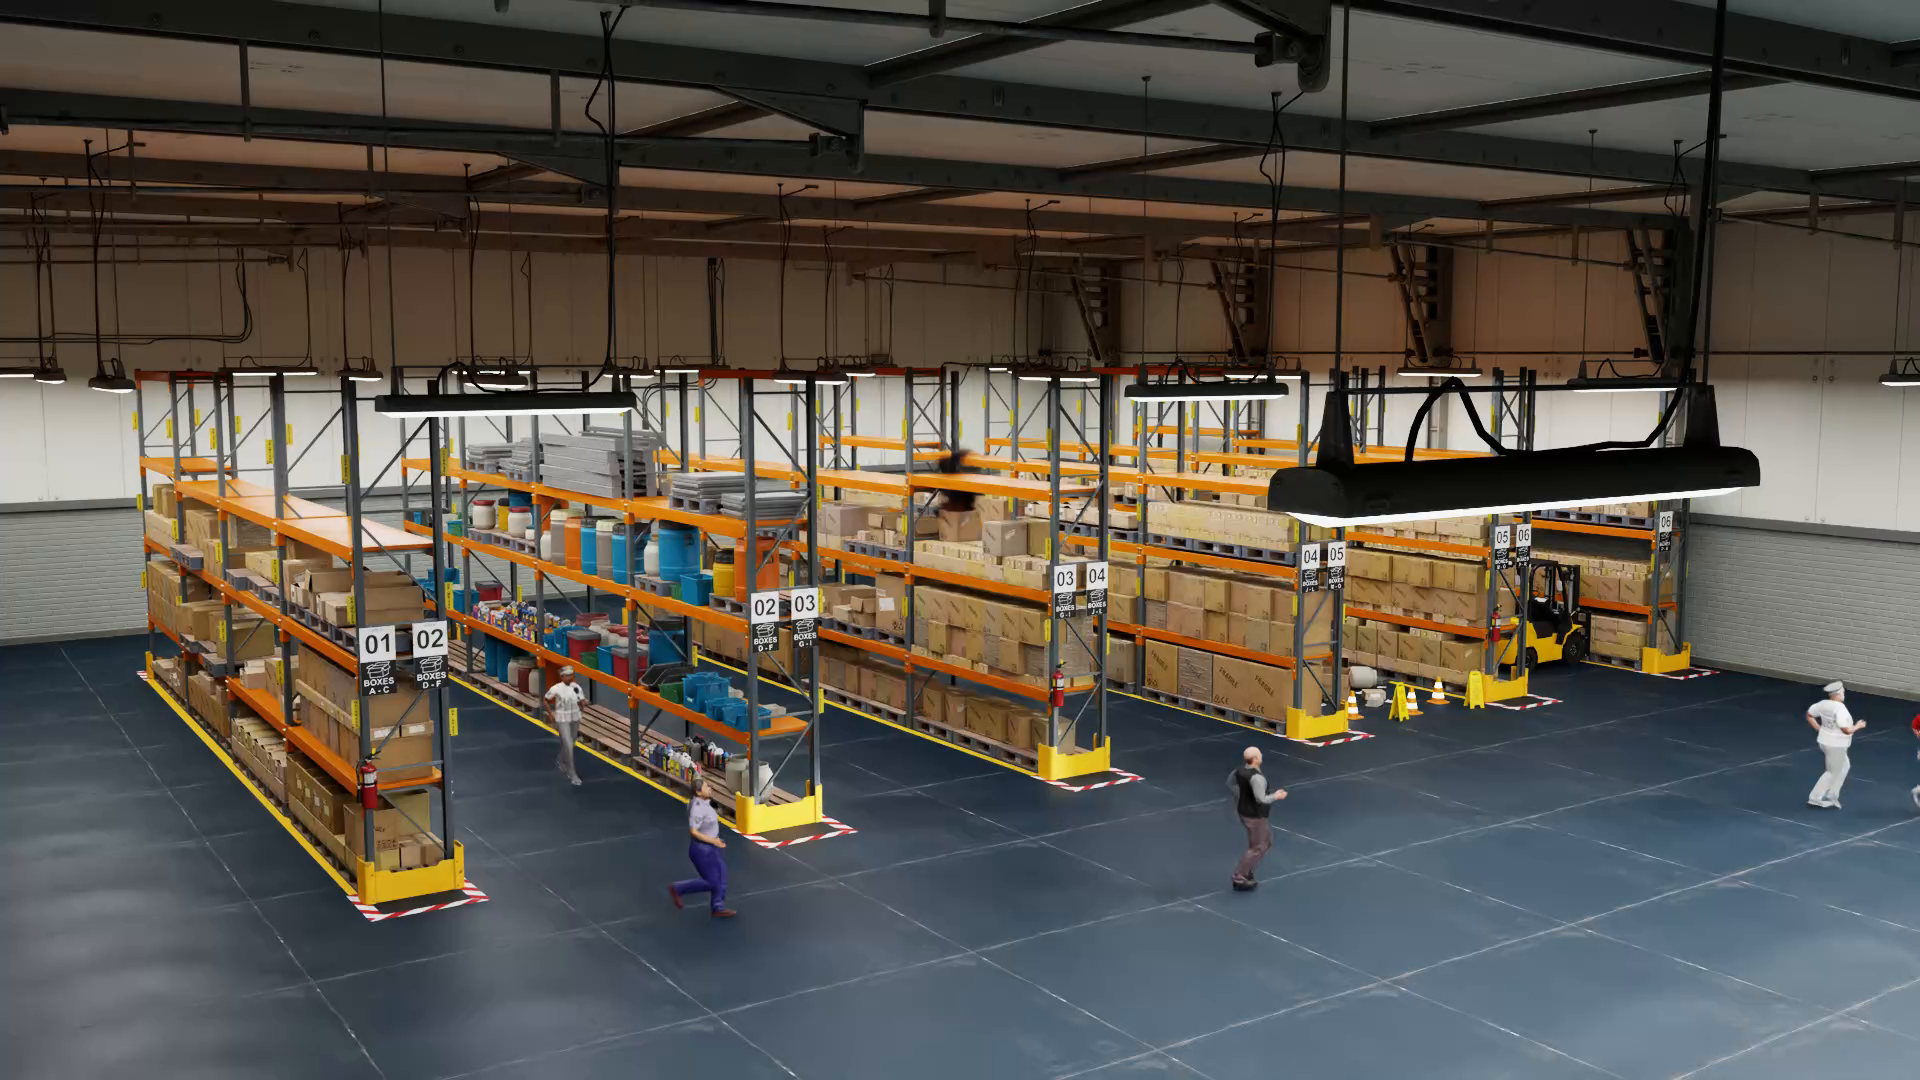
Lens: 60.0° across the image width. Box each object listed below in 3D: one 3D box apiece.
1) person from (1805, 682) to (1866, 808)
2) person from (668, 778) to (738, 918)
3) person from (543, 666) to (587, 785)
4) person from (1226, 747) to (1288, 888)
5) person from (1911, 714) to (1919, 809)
[{"bbox_3d":[12.126,2.871,23.029,0.726,1.835,0.640,0,6,2],"label":"person"},{"bbox_3d":[-2.881,3.449,18.612,0.769,1.603,0.621,-1,6,-6],"label":"person"},{"bbox_3d":[-5.811,2.698,24.626,0.562,1.721,0.867,-6,9,-43],"label":"person"},{"bbox_3d":[3.514,3.275,19.637,0.647,1.717,0.642,-1,7,-11],"label":"person"},{"bbox_3d":[13.260,2.947,22.697,0.599,1.684,0.670,0,6,0],"label":"person"}]
